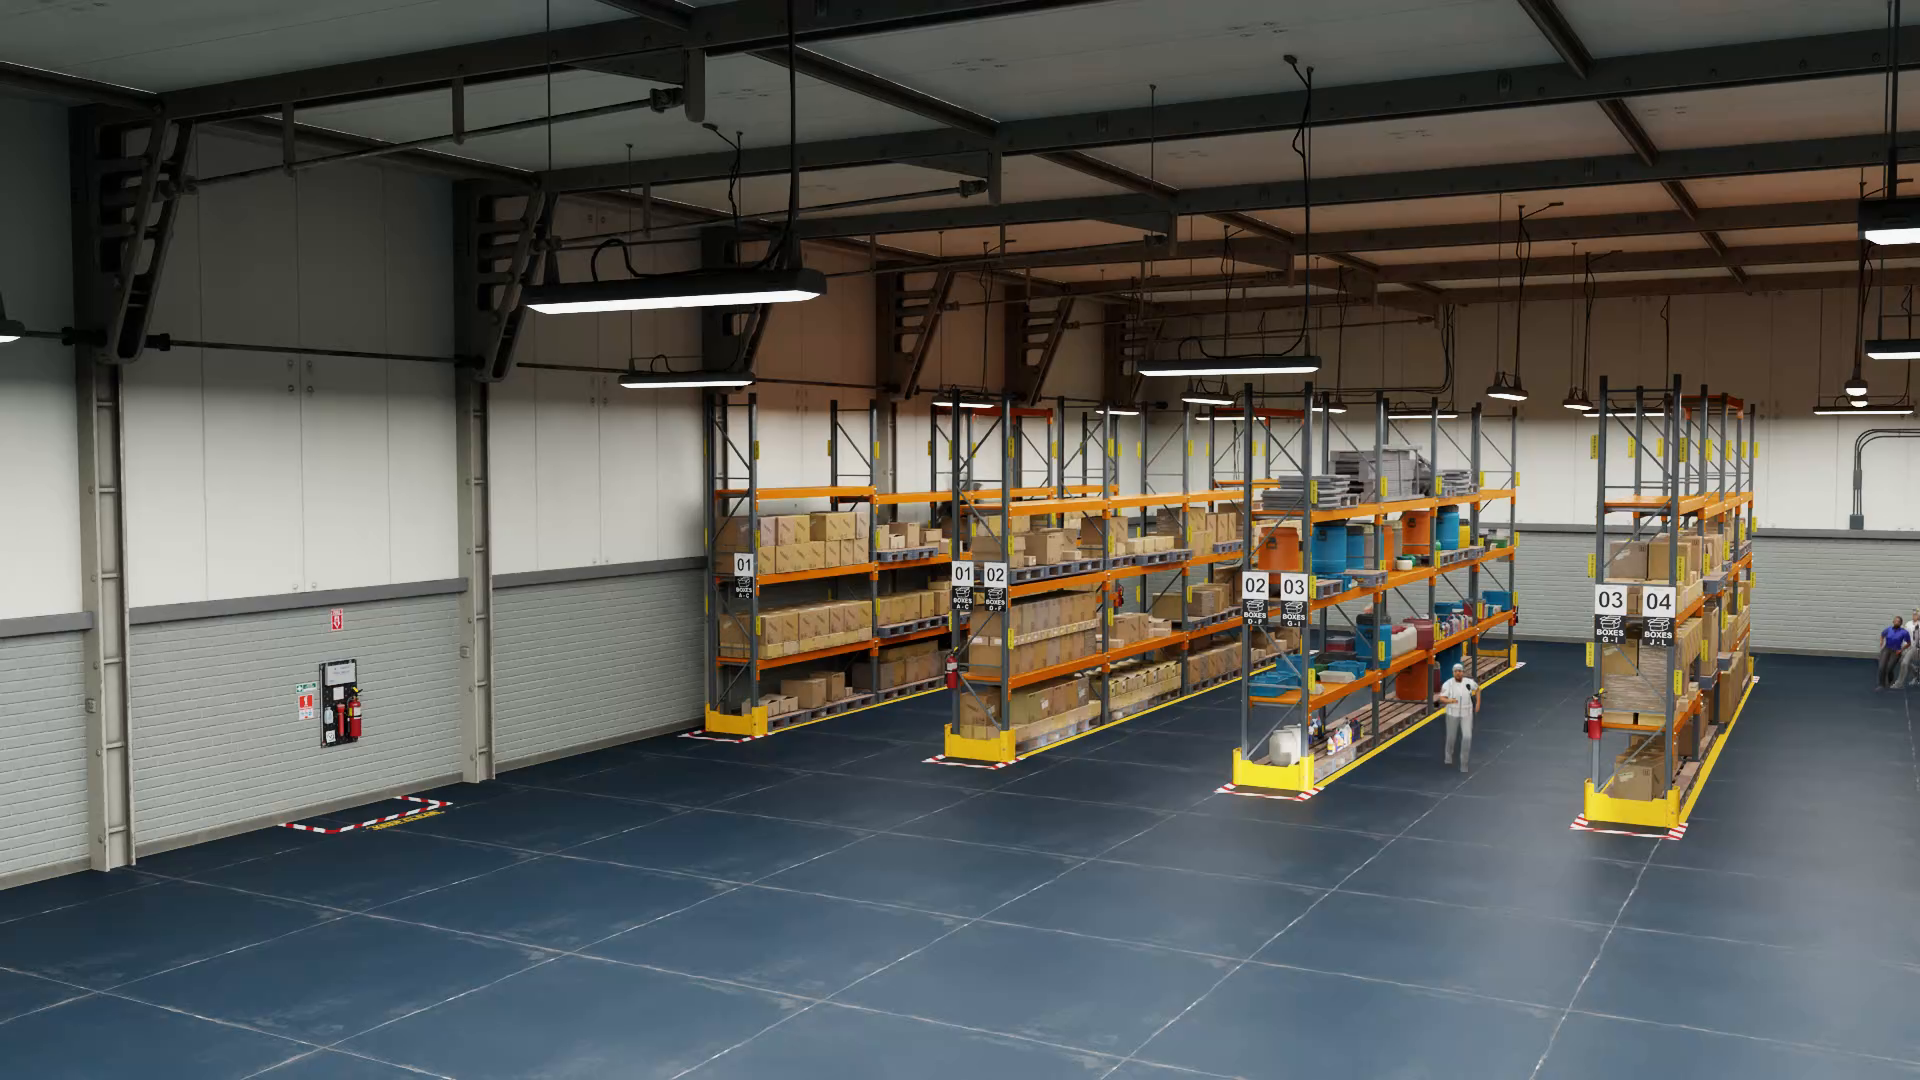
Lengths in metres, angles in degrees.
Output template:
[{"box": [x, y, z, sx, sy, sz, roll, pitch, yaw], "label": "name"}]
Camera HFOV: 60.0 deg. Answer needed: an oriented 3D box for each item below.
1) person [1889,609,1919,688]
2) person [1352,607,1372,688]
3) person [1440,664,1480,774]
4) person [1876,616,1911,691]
[{"box": [19.955, 2.269, 34.845, 0.853, 1.677, 0.672, -1, 3, -15], "label": "person"}, {"box": [8.630, 2.261, 35.239, 0.677, 1.691, 0.896, 2, 4, 29], "label": "person"}, {"box": [7.820, 2.774, 26.023, 0.611, 1.708, 0.871, 1, 3, 15], "label": "person"}, {"box": [19.377, 2.363, 34.534, 0.583, 1.576, 0.584, -2, 4, -37], "label": "person"}]
